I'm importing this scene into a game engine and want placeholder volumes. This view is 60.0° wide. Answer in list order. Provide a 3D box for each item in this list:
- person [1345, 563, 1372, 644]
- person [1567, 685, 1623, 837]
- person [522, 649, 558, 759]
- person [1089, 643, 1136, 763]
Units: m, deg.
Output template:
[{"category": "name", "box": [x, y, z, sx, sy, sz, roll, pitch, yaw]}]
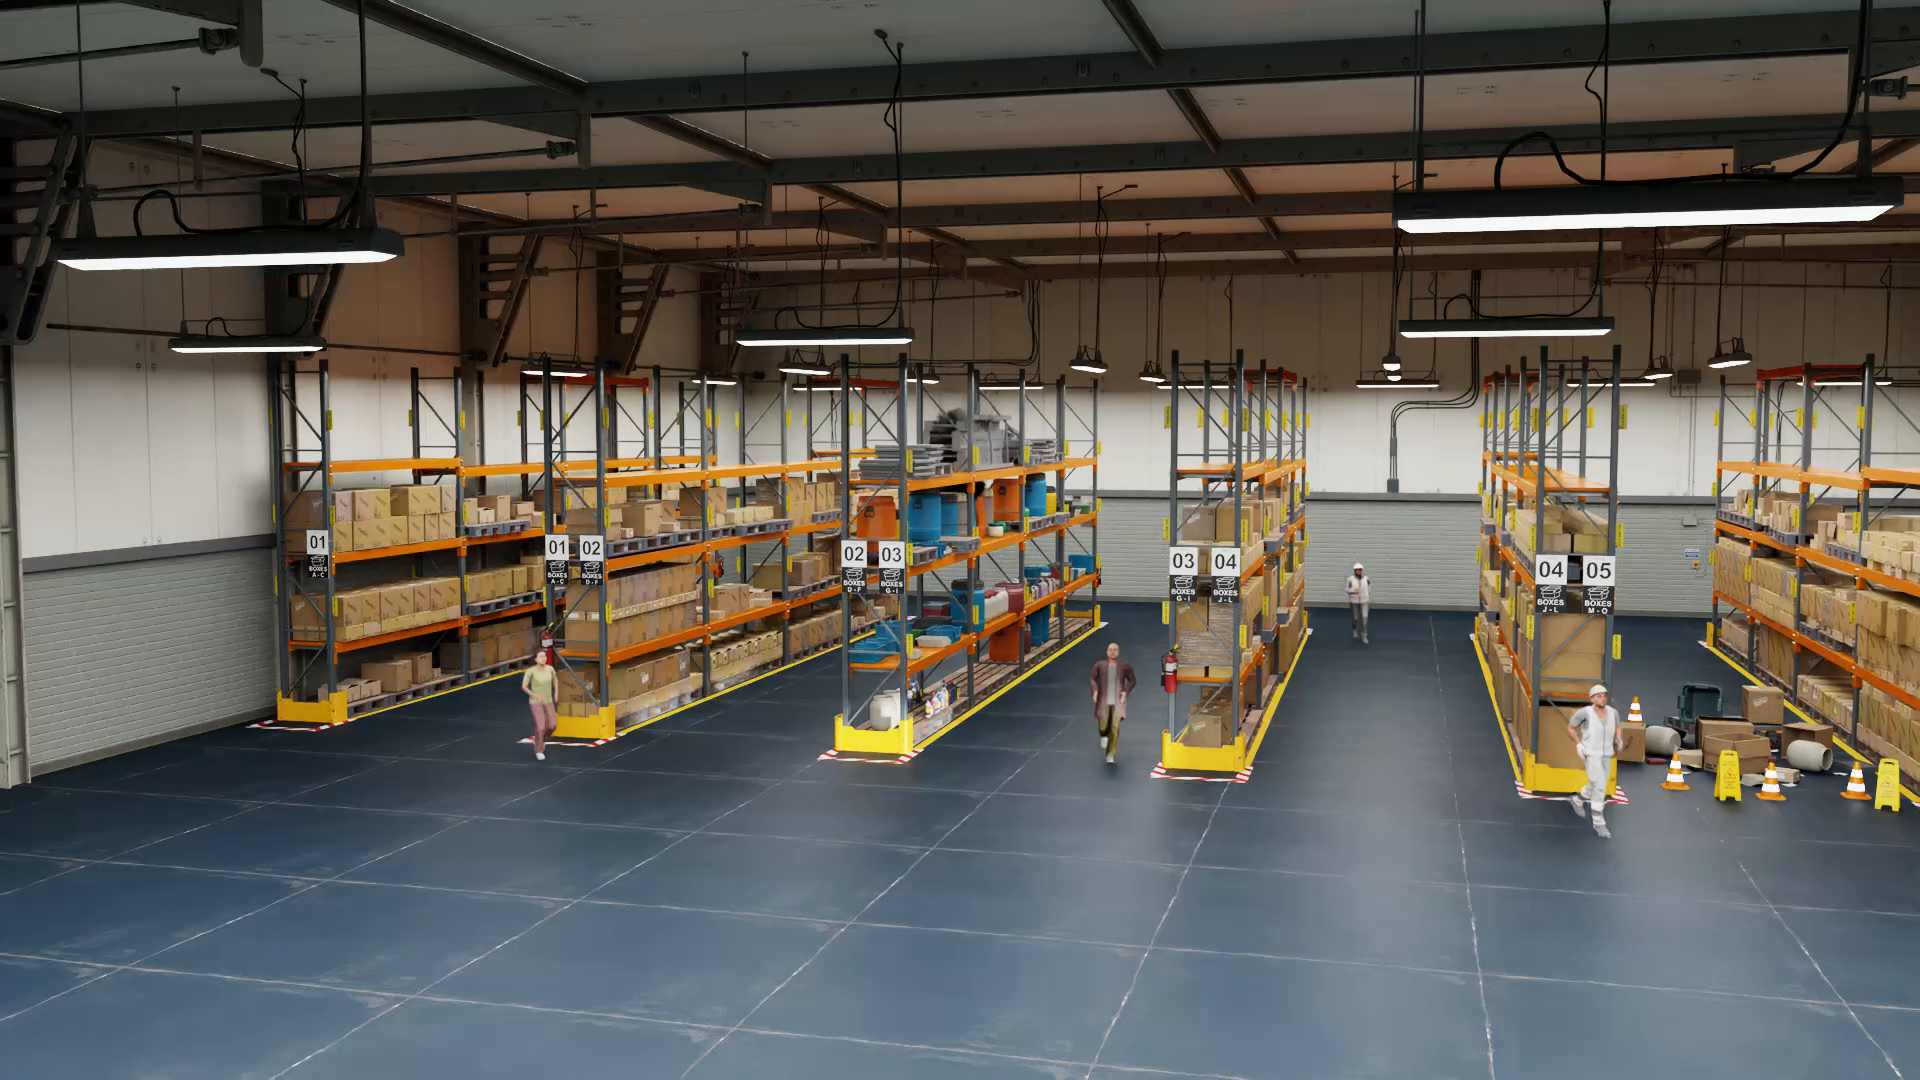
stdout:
[{"category": "person", "box": [9.000, 1.407, 37.596, 0.623, 1.793, 0.945, 1, 4, 8]}, {"category": "person", "box": [7.762, 2.653, 20.343, 0.640, 1.818, 0.845, -1, 4, -13]}, {"category": "person", "box": [-6.199, 2.421, 24.657, 0.614, 1.634, 0.570, -3, 5, -40]}, {"category": "person", "box": [2.236, 2.385, 24.452, 0.702, 1.724, 0.659, 0, 4, 7]}]
